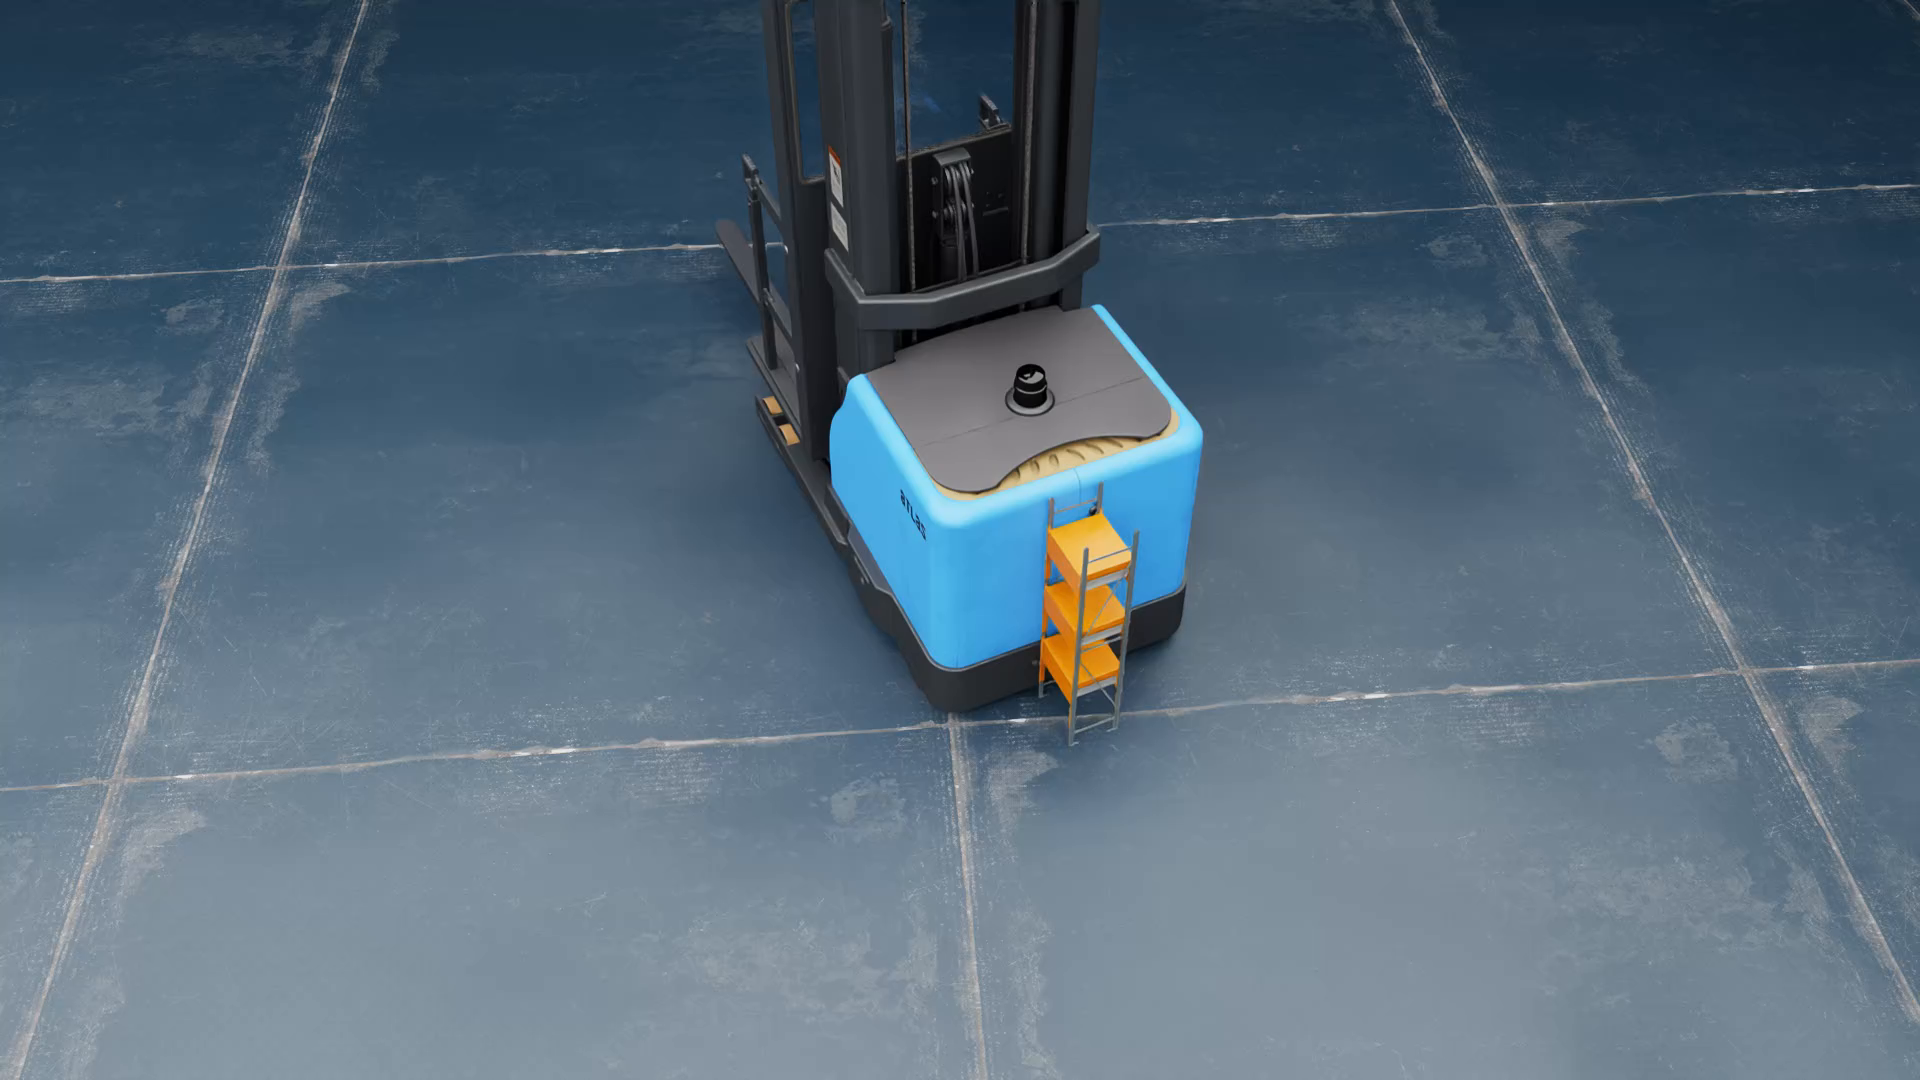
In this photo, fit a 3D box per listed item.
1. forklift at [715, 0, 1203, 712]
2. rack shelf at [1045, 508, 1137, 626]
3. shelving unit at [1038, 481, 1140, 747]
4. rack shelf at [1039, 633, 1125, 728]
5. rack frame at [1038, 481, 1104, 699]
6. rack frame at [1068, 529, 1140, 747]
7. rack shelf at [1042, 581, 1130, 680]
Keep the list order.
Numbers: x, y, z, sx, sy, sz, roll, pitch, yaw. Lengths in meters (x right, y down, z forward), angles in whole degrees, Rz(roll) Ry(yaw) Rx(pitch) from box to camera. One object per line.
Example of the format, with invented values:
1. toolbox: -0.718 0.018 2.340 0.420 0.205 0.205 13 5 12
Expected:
1. forklift: -0.226 -1.463 6.116 1.130 2.935 3.031 -18 49 -17
2. rack shelf: 0.434 0.091 5.565 0.215 0.259 0.240 -18 49 -17
3. shelving unit: 0.434 0.278 5.763 0.215 1.050 0.252 -18 49 -17
4. rack shelf: 0.434 0.477 5.973 0.215 0.259 0.240 -18 49 -17
5. rack frame: 0.383 0.198 5.839 0.200 1.050 0.008 -18 49 -17
6. rack frame: 0.485 0.359 5.687 0.200 1.050 0.008 -18 49 -17
7. rack shelf: 0.434 0.286 5.771 0.215 0.259 0.240 -18 49 -17
